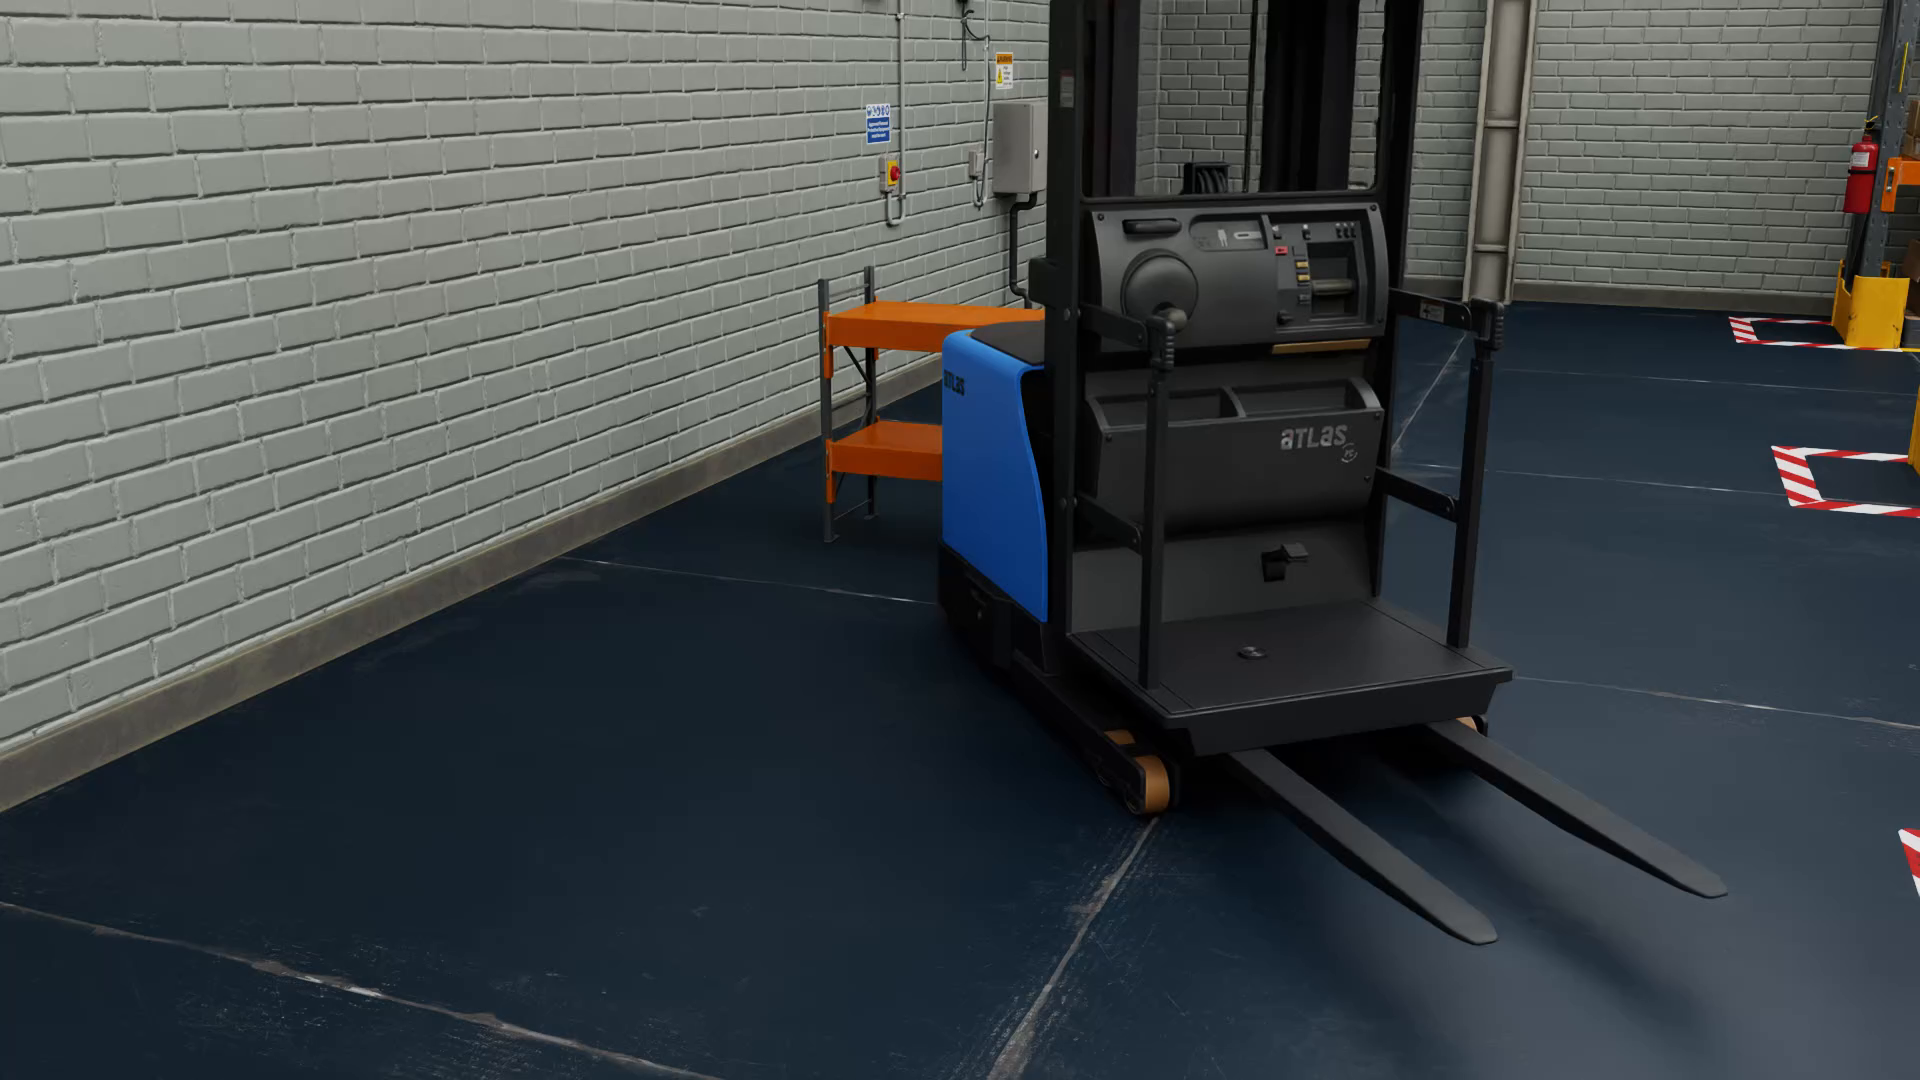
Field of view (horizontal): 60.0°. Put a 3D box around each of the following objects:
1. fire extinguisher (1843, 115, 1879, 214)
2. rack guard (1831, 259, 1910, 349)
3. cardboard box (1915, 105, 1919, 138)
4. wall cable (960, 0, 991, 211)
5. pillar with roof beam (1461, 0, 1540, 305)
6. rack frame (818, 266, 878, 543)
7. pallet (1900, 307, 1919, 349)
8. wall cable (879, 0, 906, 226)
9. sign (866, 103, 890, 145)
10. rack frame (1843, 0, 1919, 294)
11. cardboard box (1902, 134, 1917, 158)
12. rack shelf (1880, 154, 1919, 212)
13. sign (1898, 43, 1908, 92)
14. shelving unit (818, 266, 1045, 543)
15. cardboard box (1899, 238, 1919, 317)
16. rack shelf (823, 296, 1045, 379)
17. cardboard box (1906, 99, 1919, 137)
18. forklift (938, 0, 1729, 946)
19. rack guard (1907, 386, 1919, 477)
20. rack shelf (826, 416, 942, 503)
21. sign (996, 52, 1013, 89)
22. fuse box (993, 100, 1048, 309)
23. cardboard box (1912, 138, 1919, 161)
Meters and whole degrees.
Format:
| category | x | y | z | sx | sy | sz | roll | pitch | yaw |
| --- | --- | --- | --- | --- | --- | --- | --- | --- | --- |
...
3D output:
| category | x | y | z | sx | sy | sz | roll | pitch | yaw |
| --- | --- | --- | --- | --- | --- | --- | --- | --- | --- |
| fire extinguisher | 6.374 | -2.652 | 11.737 | 0.183 | 0.674 | 0.296 | 6 | 17 | 21 |
| rack guard | 6.751 | -1.765 | 12.357 | 0.348 | 0.500 | 1.175 | 6 | 17 | 21 |
| cardboard box | 7.004 | -2.928 | 11.614 | 0.500 | 0.250 | 0.500 | 6 | 17 | 21 |
| wall cable | 0.118 | -3.113 | 10.695 | 0.122 | 1.984 | 0.588 | 6 | 17 | 21 |
| pillar with roof beam | 2.923 | -5.247 | 9.108 | 0.400 | 9.000 | 9.100 | 6 | 17 | 21 |
| rack frame | -0.479 | -0.593 | 7.198 | 0.032 | 1.125 | 0.500 | 6 | 17 | 21 |
| pallet | 7.493 | -1.545 | 12.117 | 1.213 | 0.211 | 1.003 | 6 | 17 | 21 |
| wall cable | -0.391 | -2.759 | 9.419 | 0.123 | 1.953 | 0.585 | 6 | 17 | 21 |
| sign | -0.466 | -2.380 | 9.506 | 0.001 | 0.218 | 0.327 | 6 | 17 | 21 |
| rack frame | 6.681 | -2.973 | 12.035 | 0.127 | 3.000 | 1.000 | 6 | 17 | 21 |
| cardboard box | 7.087 | -2.888 | 12.193 | 0.250 | 0.149 | 0.380 | 6 | 17 | 20 |
| rack shelf | 8.541 | -2.423 | 11.430 | 4.000 | 0.370 | 1.077 | 6 | 17 | 21 |
| sign | 6.482 | -3.248 | 11.429 | 0.005 | 0.325 | 0.100 | 6 | 17 | 21 |
| shelving unit | -0.006 | -0.541 | 7.019 | 1.048 | 1.125 | 0.538 | 6 | 17 | 21 |
| cardboard box | 7.215 | -1.889 | 12.024 | 0.637 | 0.503 | 0.797 | 6 | 17 | 18 |
| rack shelf | -0.006 | -0.822 | 6.938 | 1.000 | 0.278 | 0.538 | 6 | 17 | 21 |
| cardboard box | 7.206 | -3.066 | 12.089 | 0.500 | 0.250 | 0.500 | 7 | 18 | 22 |
| forklift | 0.888 | -0.779 | 4.601 | 1.130 | 2.935 | 3.031 | -6 | 17 | -19 |
| rack guard | 4.840 | -0.487 | 7.956 | 0.348 | 0.500 | 1.175 | 6 | 17 | 21 |
| rack shelf | -0.006 | -0.306 | 7.087 | 1.000 | 0.278 | 0.538 | 6 | 17 | 21 |
| sign | 0.302 | -3.190 | 11.299 | 0.001 | 0.242 | 0.339 | 6 | 17 | 21 |
| fuse box | 0.515 | -2.167 | 11.570 | 0.414 | 1.711 | 0.539 | 6 | 17 | 21 |
| cardboard box | 6.886 | -2.748 | 11.709 | 0.250 | 0.149 | 0.380 | 6 | 17 | 20 |
